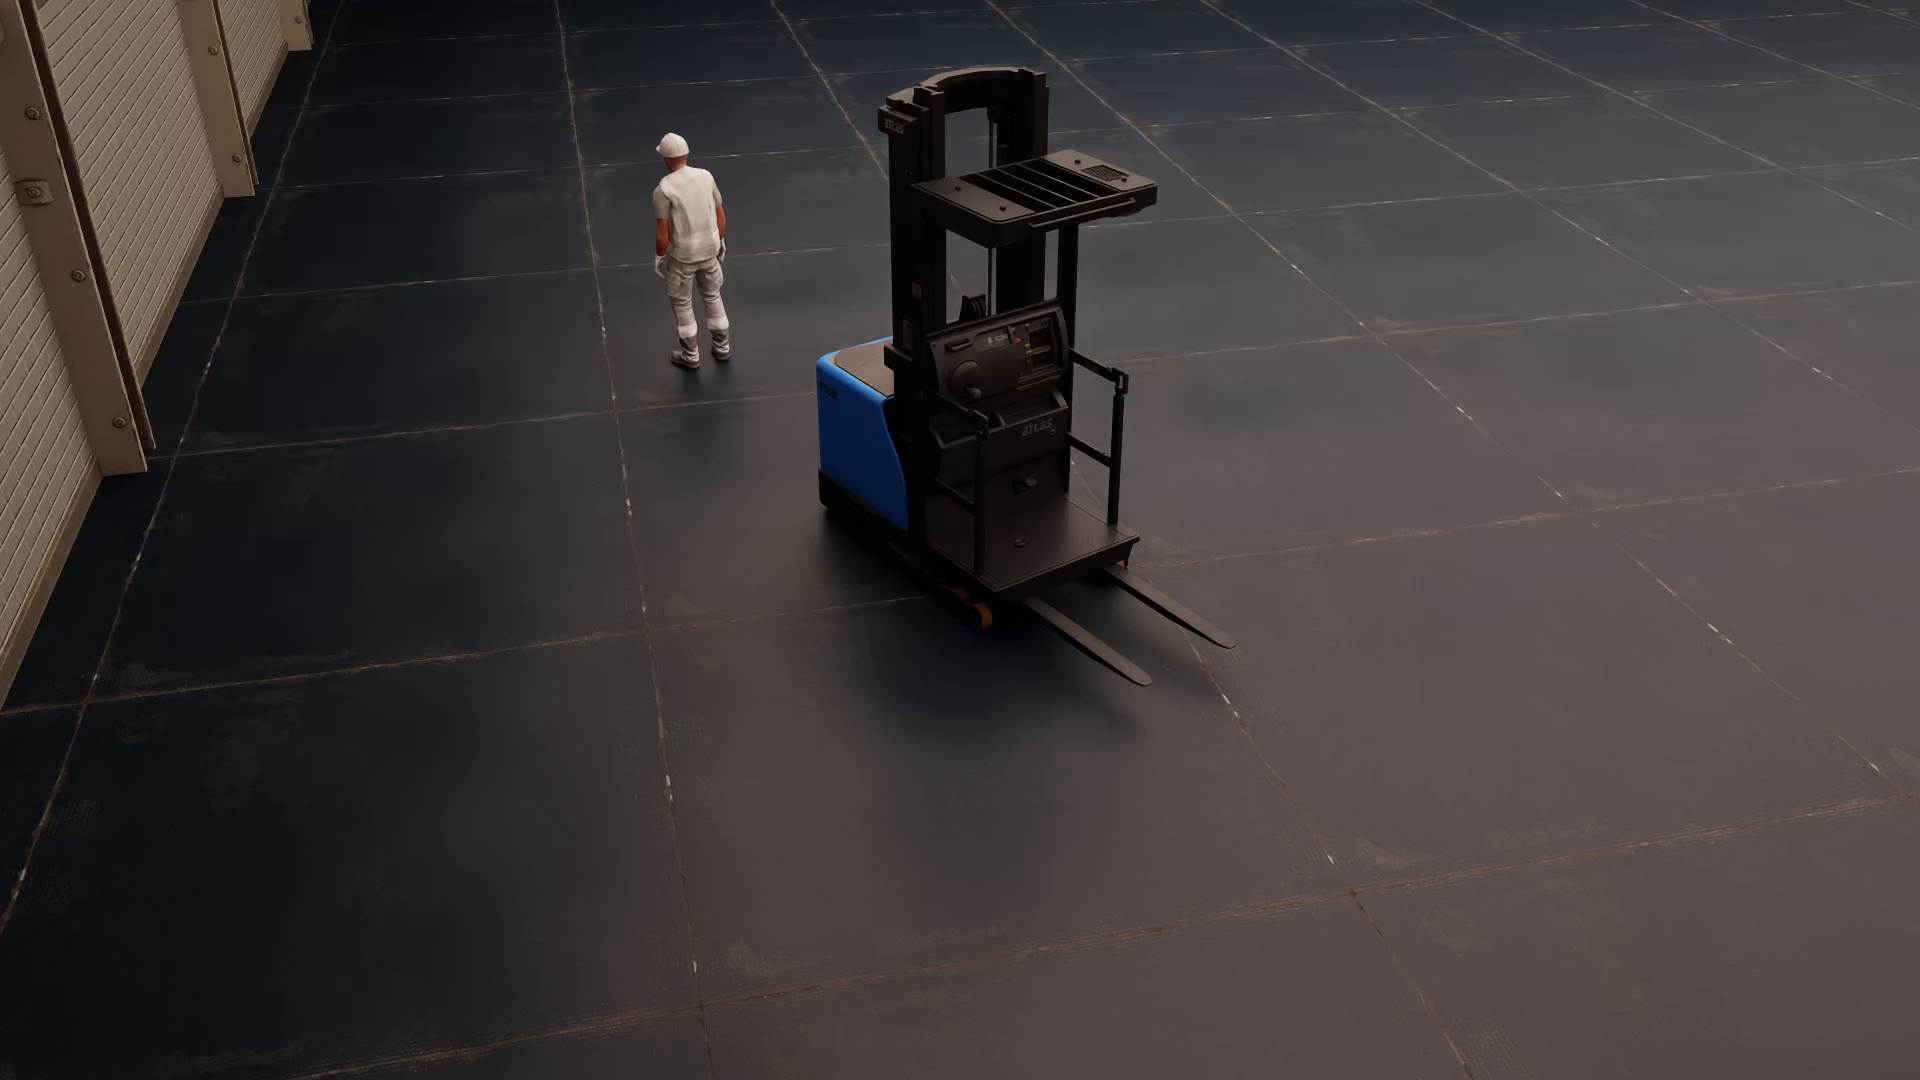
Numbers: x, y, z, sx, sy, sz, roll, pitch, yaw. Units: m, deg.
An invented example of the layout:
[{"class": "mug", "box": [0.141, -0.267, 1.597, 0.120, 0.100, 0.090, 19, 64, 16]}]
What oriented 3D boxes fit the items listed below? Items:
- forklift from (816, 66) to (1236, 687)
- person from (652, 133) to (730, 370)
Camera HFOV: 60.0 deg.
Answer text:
[{"class": "forklift", "box": [0.355, -1.021, 9.338, 1.130, 2.935, 3.031, -20, 35, -30]}, {"class": "person", "box": [-2.023, -2.155, 12.452, 0.614, 1.778, 0.453, -21, 36, -32]}]
